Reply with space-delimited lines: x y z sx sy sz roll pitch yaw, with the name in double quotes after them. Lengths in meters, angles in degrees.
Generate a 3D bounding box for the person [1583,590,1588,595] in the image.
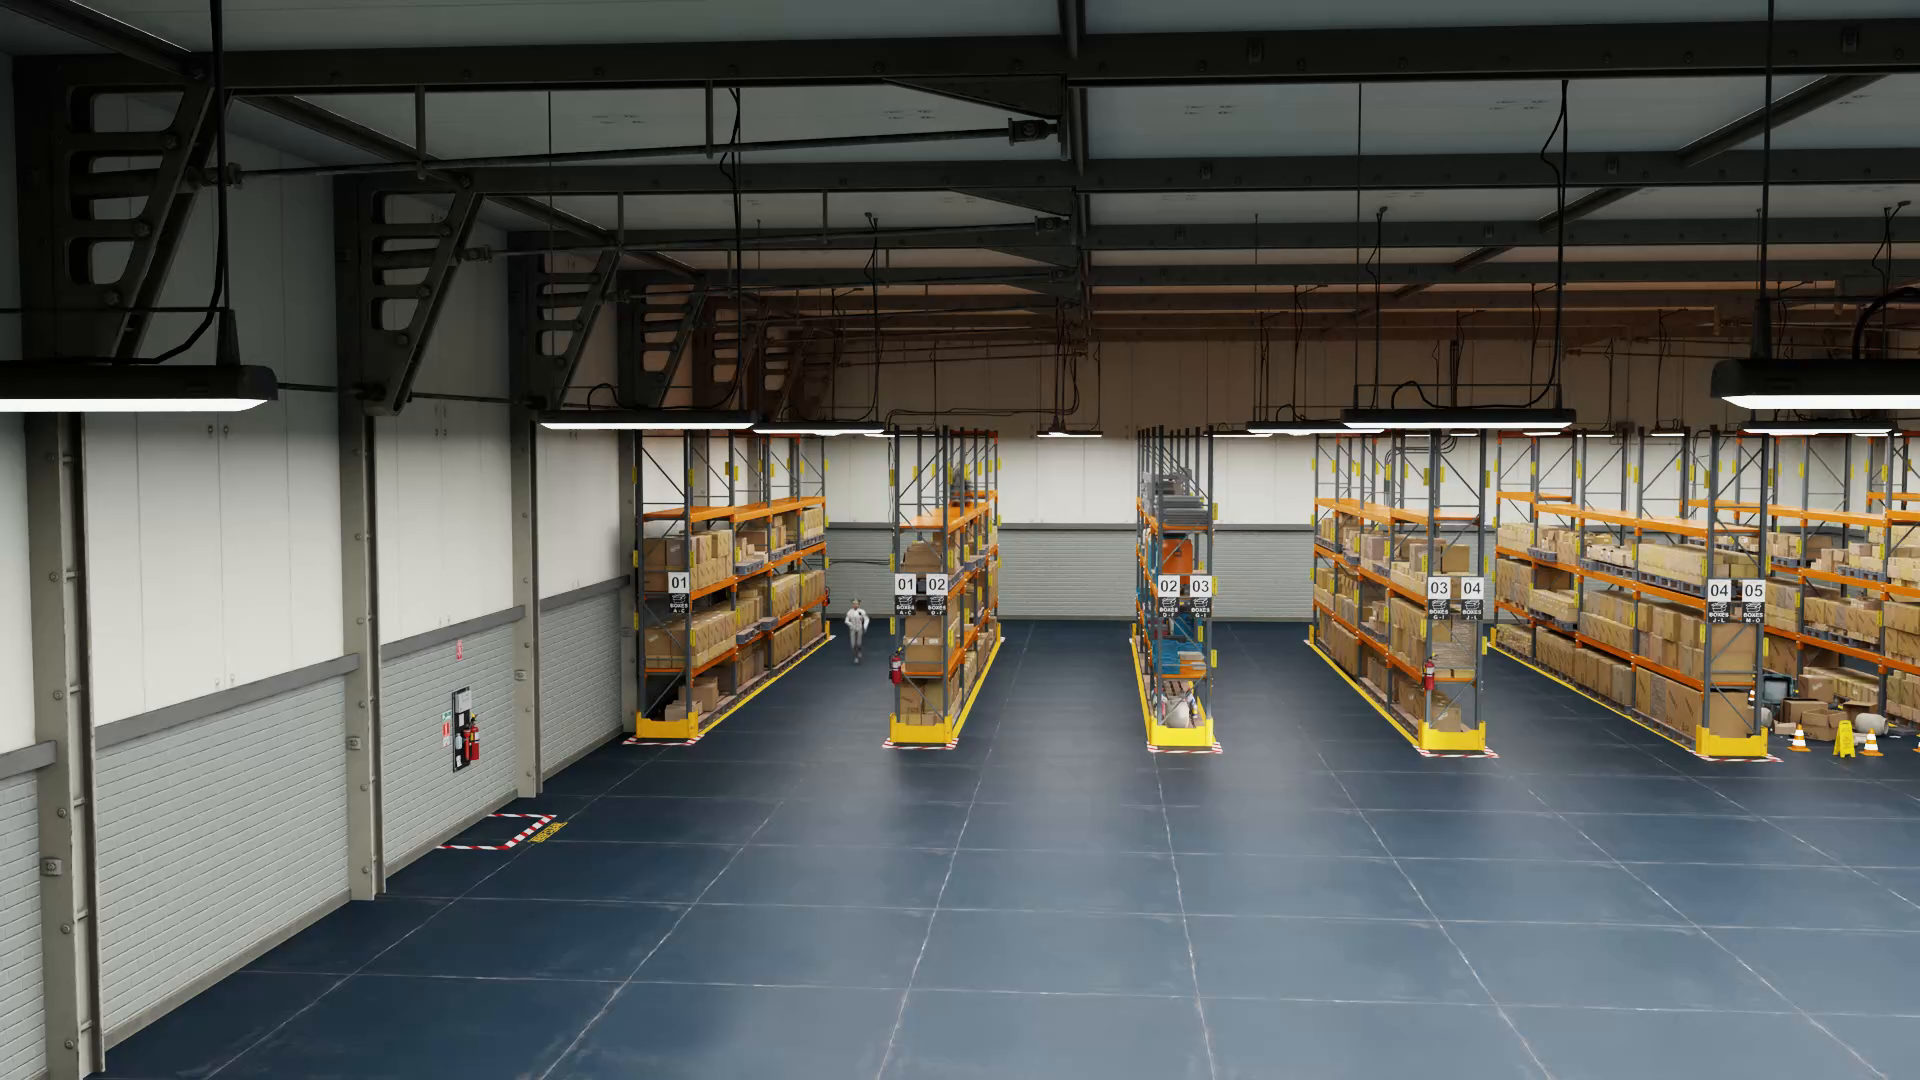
16.643 2.200 44.071 0.684 1.749 0.751 0 3 -8 "person"

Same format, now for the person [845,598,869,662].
-2.667 2.331 42.759 0.604 1.654 0.526 0 3 4 "person"

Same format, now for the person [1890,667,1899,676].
21.269 2.694 37.587 0.643 1.595 0.642 0 3 2 "person"
